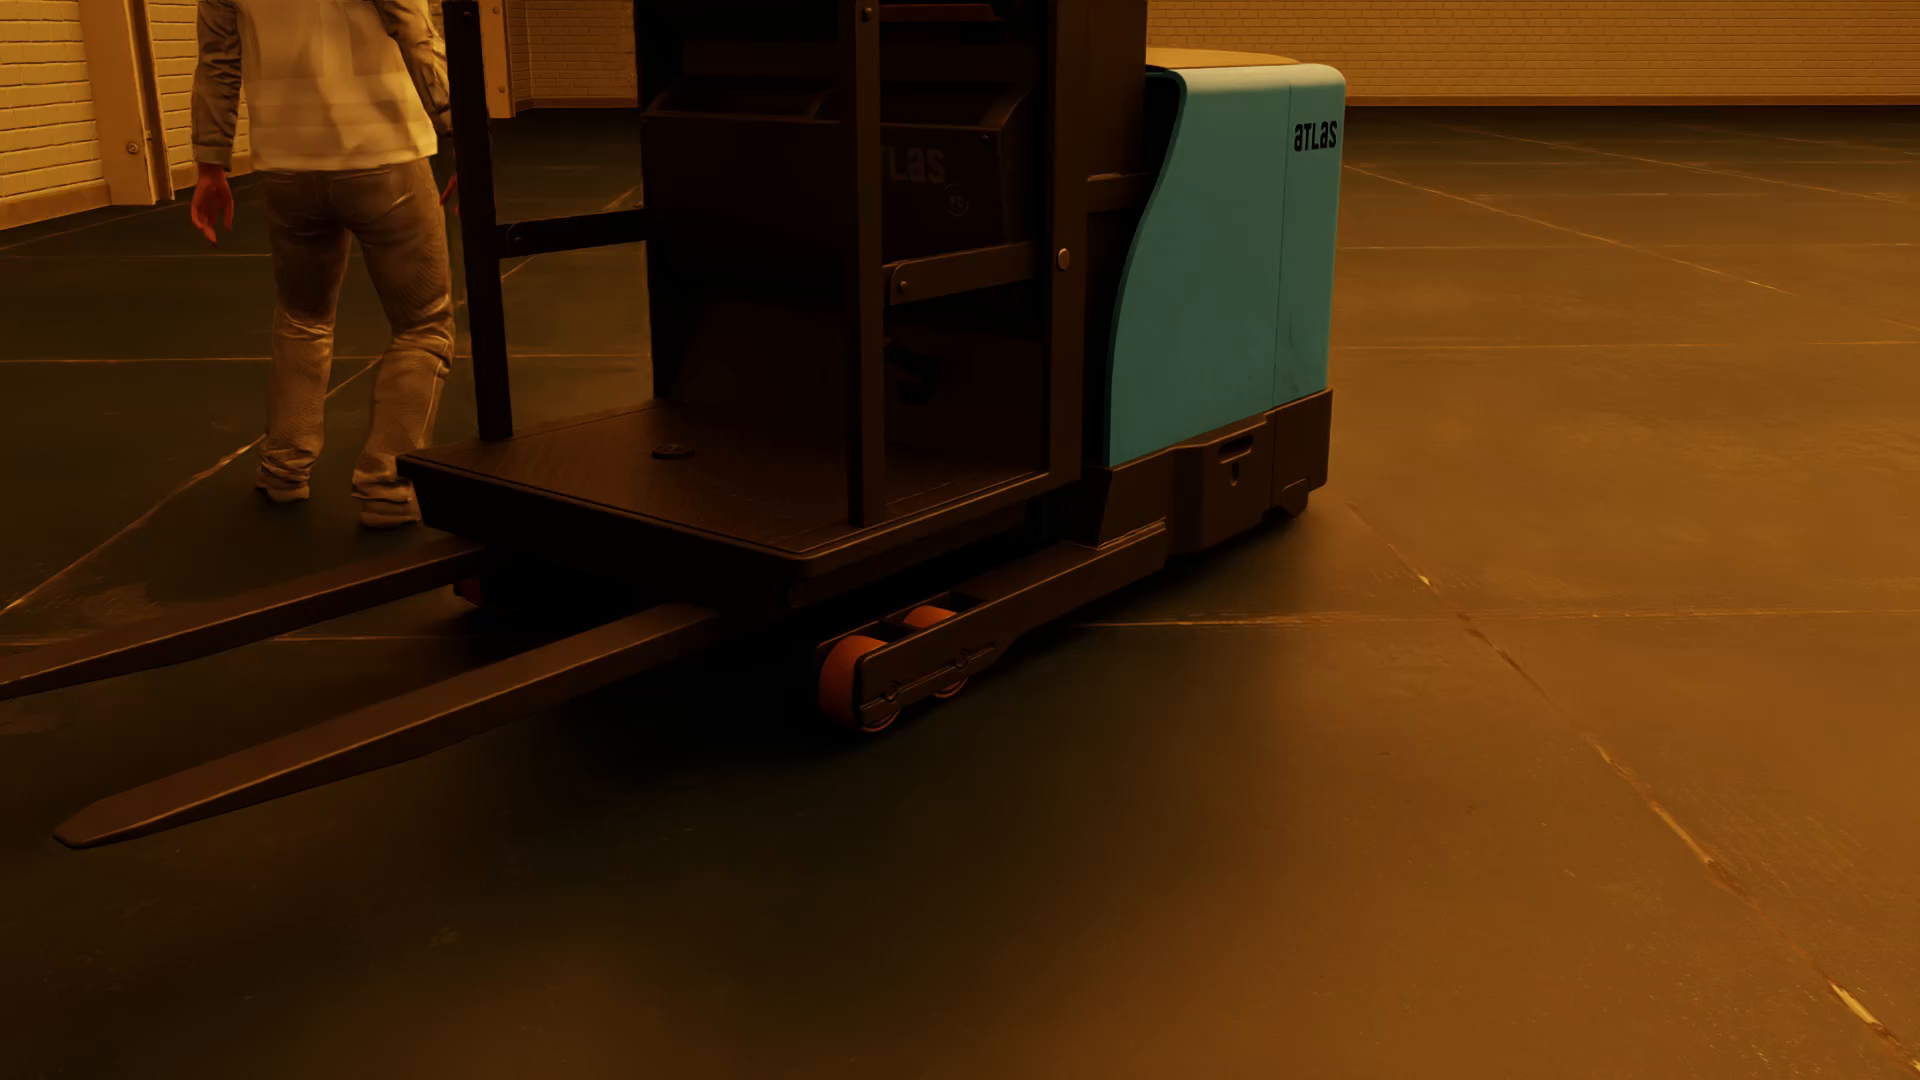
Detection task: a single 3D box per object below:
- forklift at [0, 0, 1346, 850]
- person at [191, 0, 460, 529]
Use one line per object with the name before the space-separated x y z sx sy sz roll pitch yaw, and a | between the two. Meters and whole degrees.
forklift | -0.384 -1.235 2.944 1.130 2.935 3.031 13 21 36
person | -1.478 -0.897 3.988 0.852 1.748 0.472 6 18 18
